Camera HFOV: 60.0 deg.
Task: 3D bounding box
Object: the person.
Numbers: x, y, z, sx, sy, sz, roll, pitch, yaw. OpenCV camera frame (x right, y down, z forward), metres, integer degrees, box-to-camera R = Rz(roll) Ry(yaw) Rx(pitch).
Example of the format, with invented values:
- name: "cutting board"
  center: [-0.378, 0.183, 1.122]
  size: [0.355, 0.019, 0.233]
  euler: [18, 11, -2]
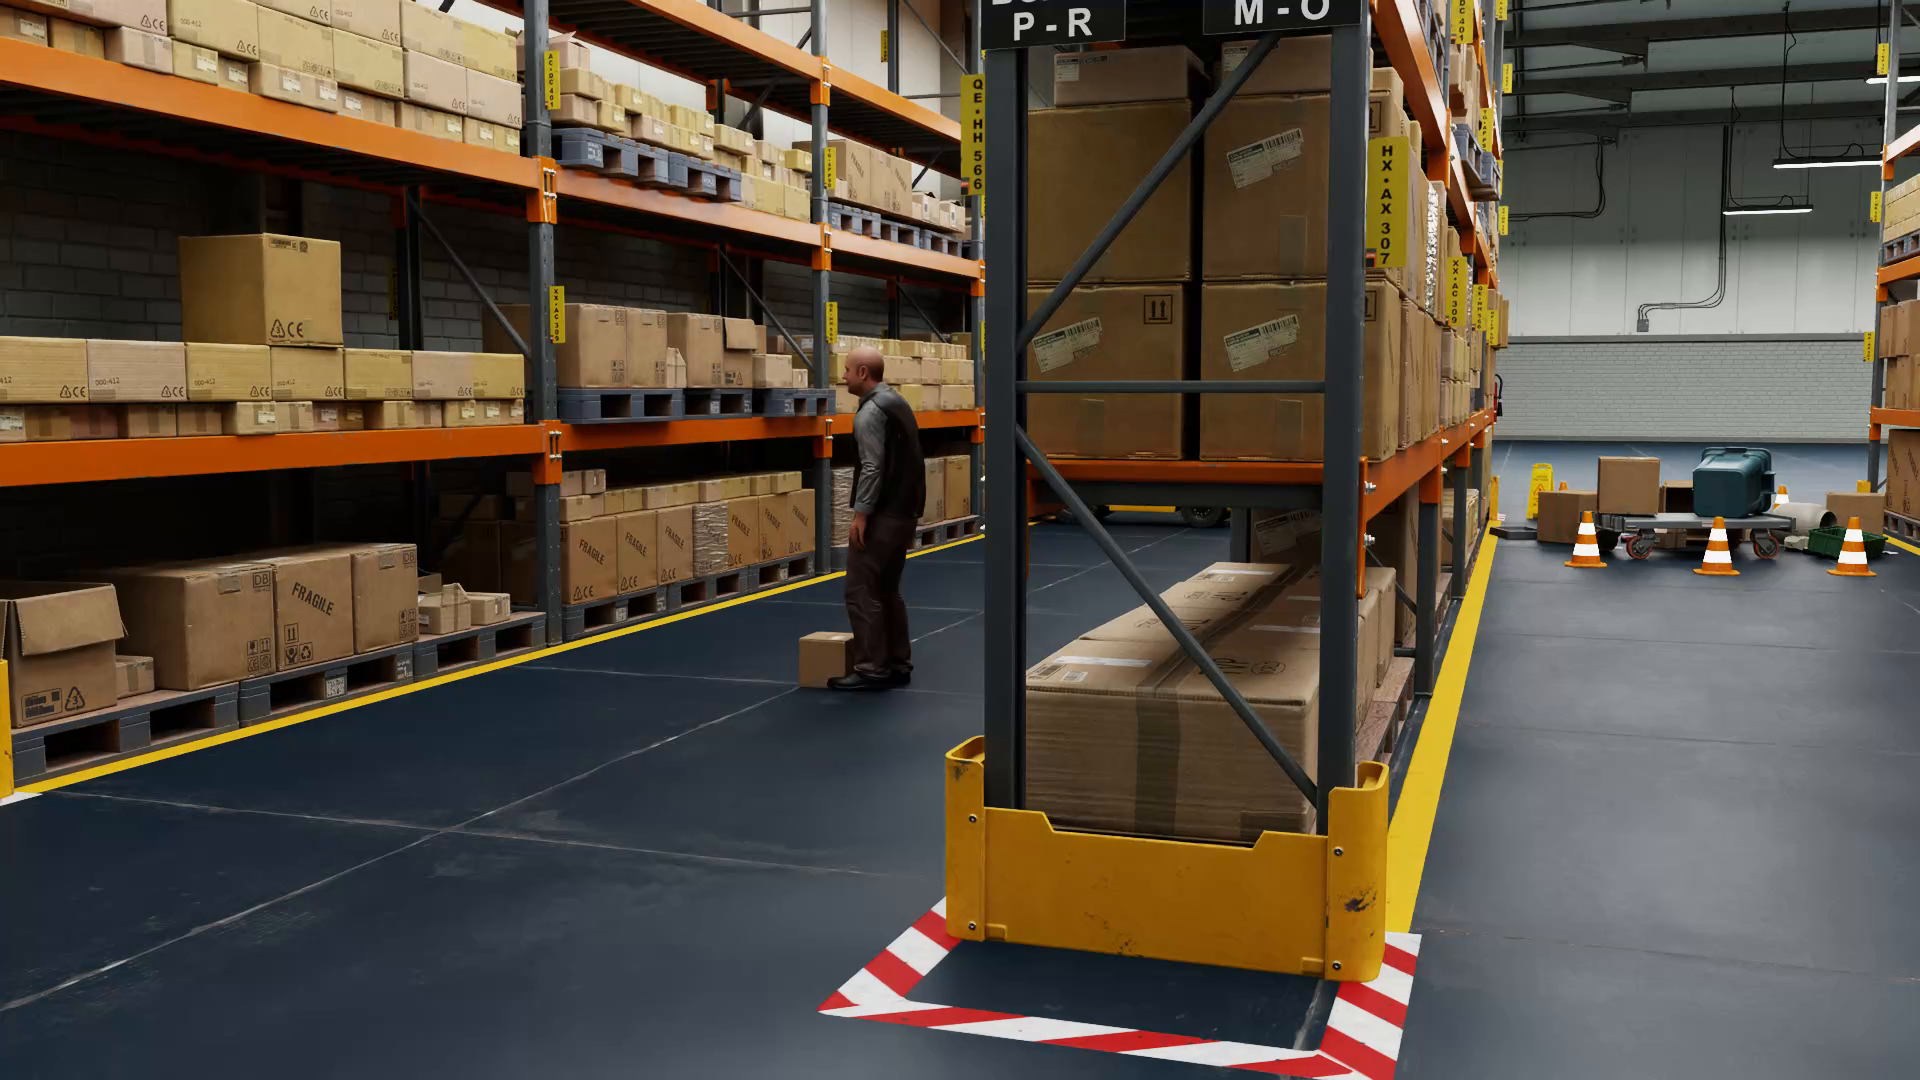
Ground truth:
- name: "person"
  center: [-0.414, -0.110, 8.346]
  size: [0.475, 1.720, 0.587]
  euler: [1, 5, 15]
